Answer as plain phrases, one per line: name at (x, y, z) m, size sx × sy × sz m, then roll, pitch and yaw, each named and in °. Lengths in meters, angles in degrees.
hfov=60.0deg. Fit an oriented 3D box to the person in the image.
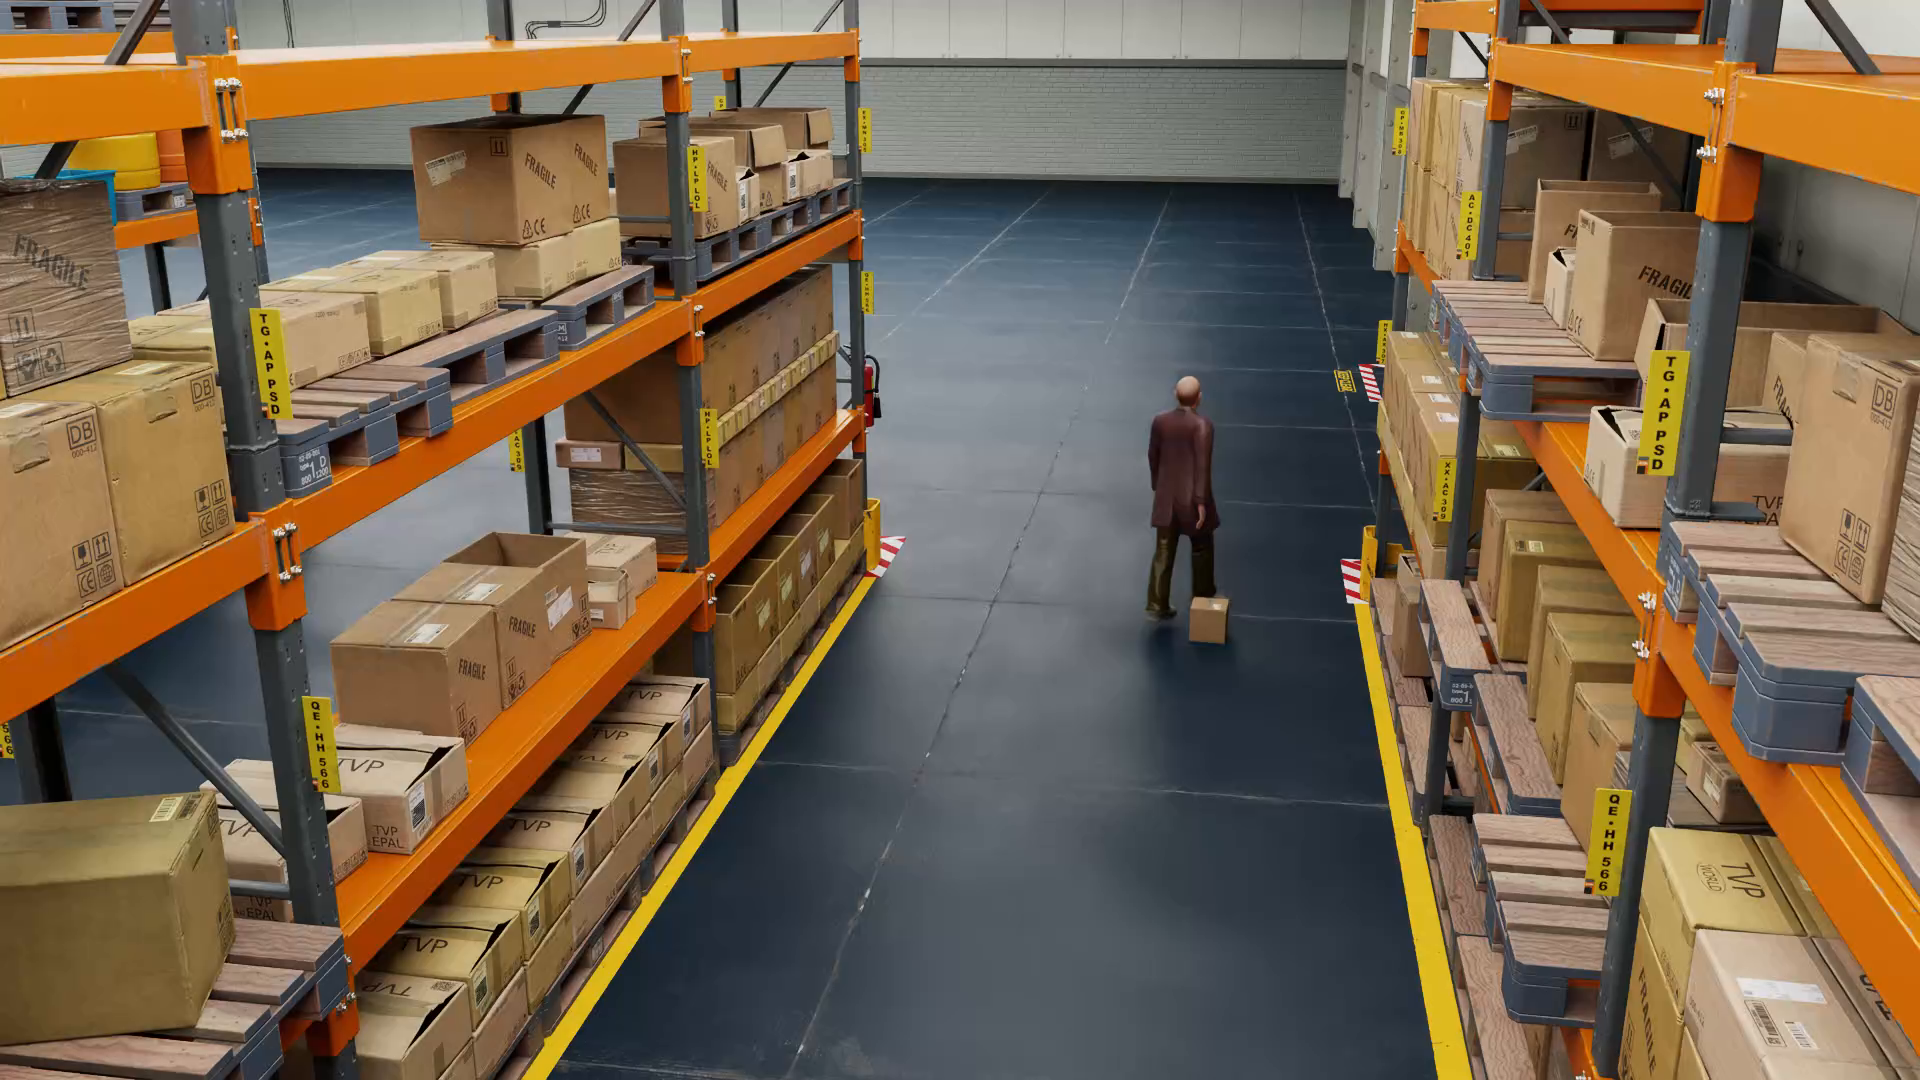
person at (1.586, -0.295, 11.992) m, size 0.608 × 1.774 × 0.916 m, roll 12°, pitch 21°, yaw 33°
